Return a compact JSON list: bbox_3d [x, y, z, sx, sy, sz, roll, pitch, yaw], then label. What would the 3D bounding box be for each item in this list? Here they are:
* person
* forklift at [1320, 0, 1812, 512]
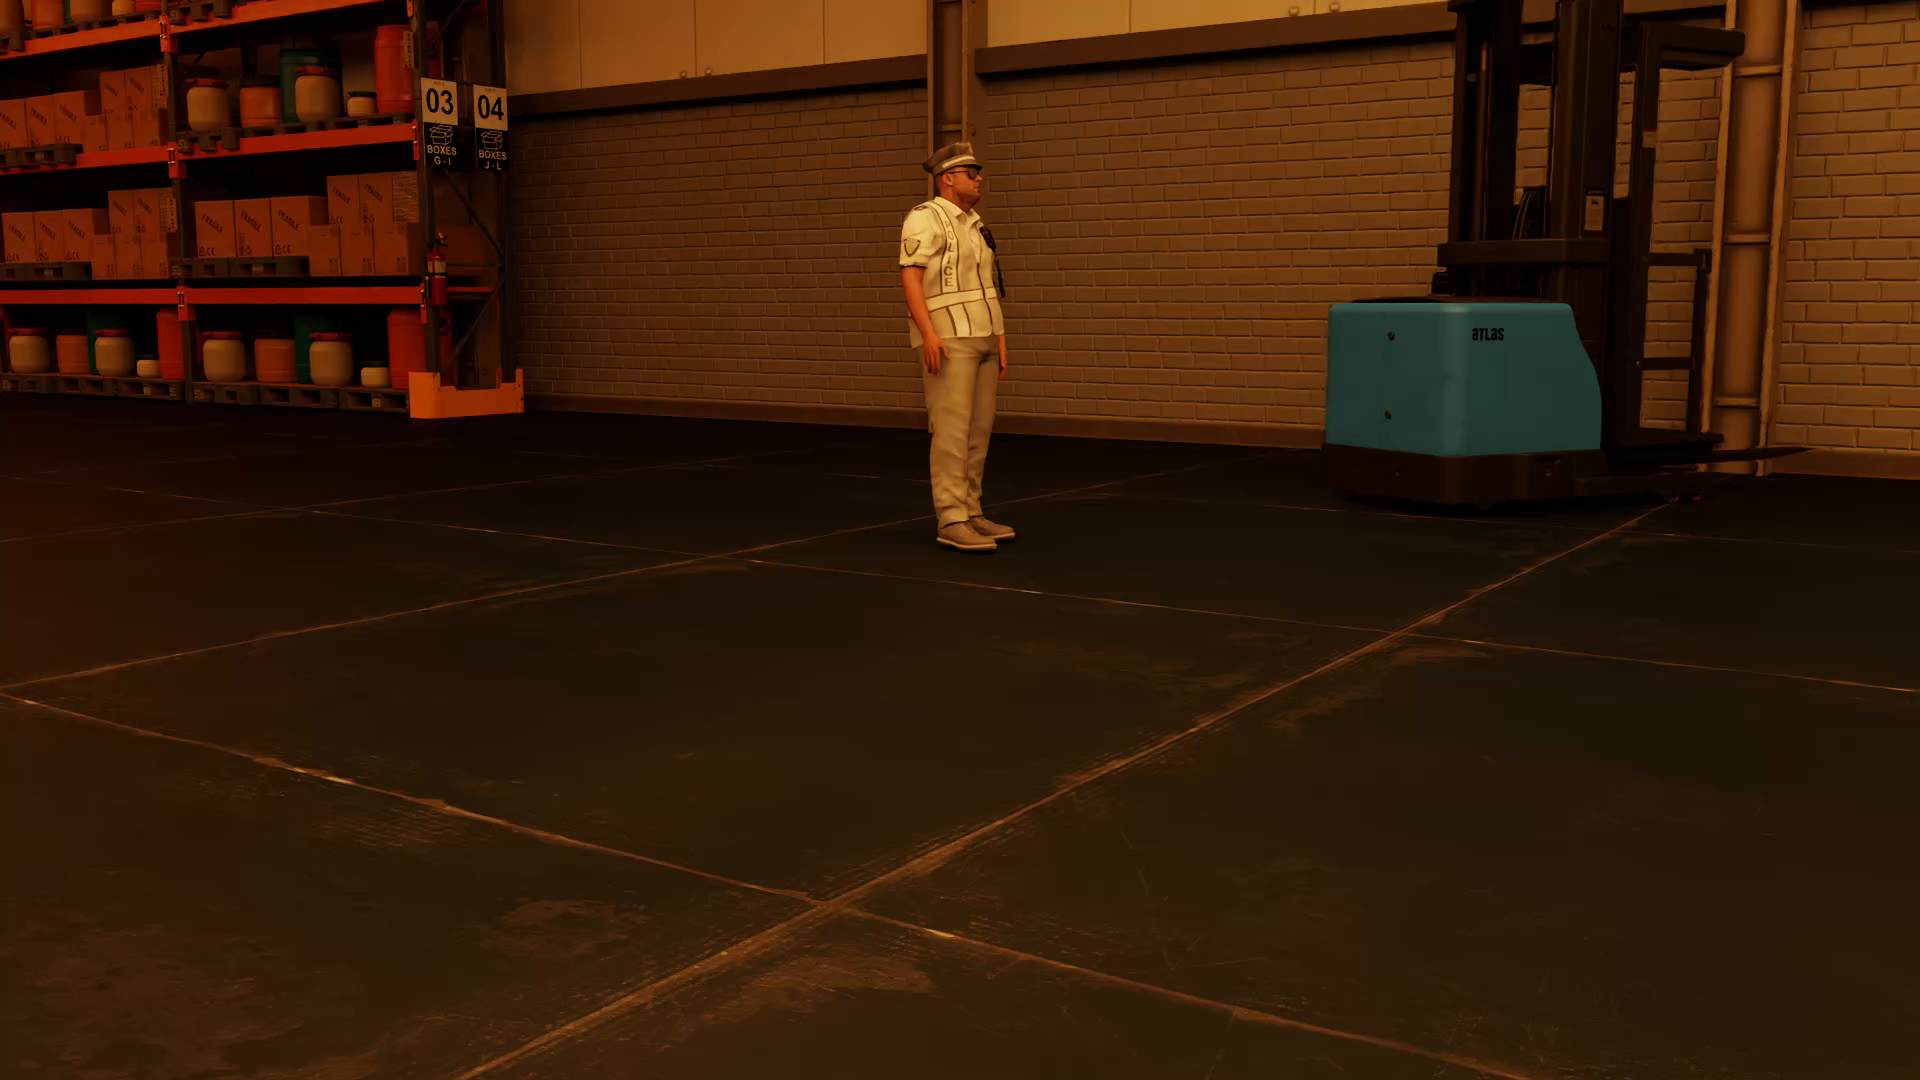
[{"bbox_3d":[0.058,-0.882,7.424,0.575,1.781,0.640,5,10,34],"label":"person"},{"bbox_3d":[3.540,-1.715,9.251,3.031,2.935,1.130,-4,9,-27],"label":"forklift"}]
